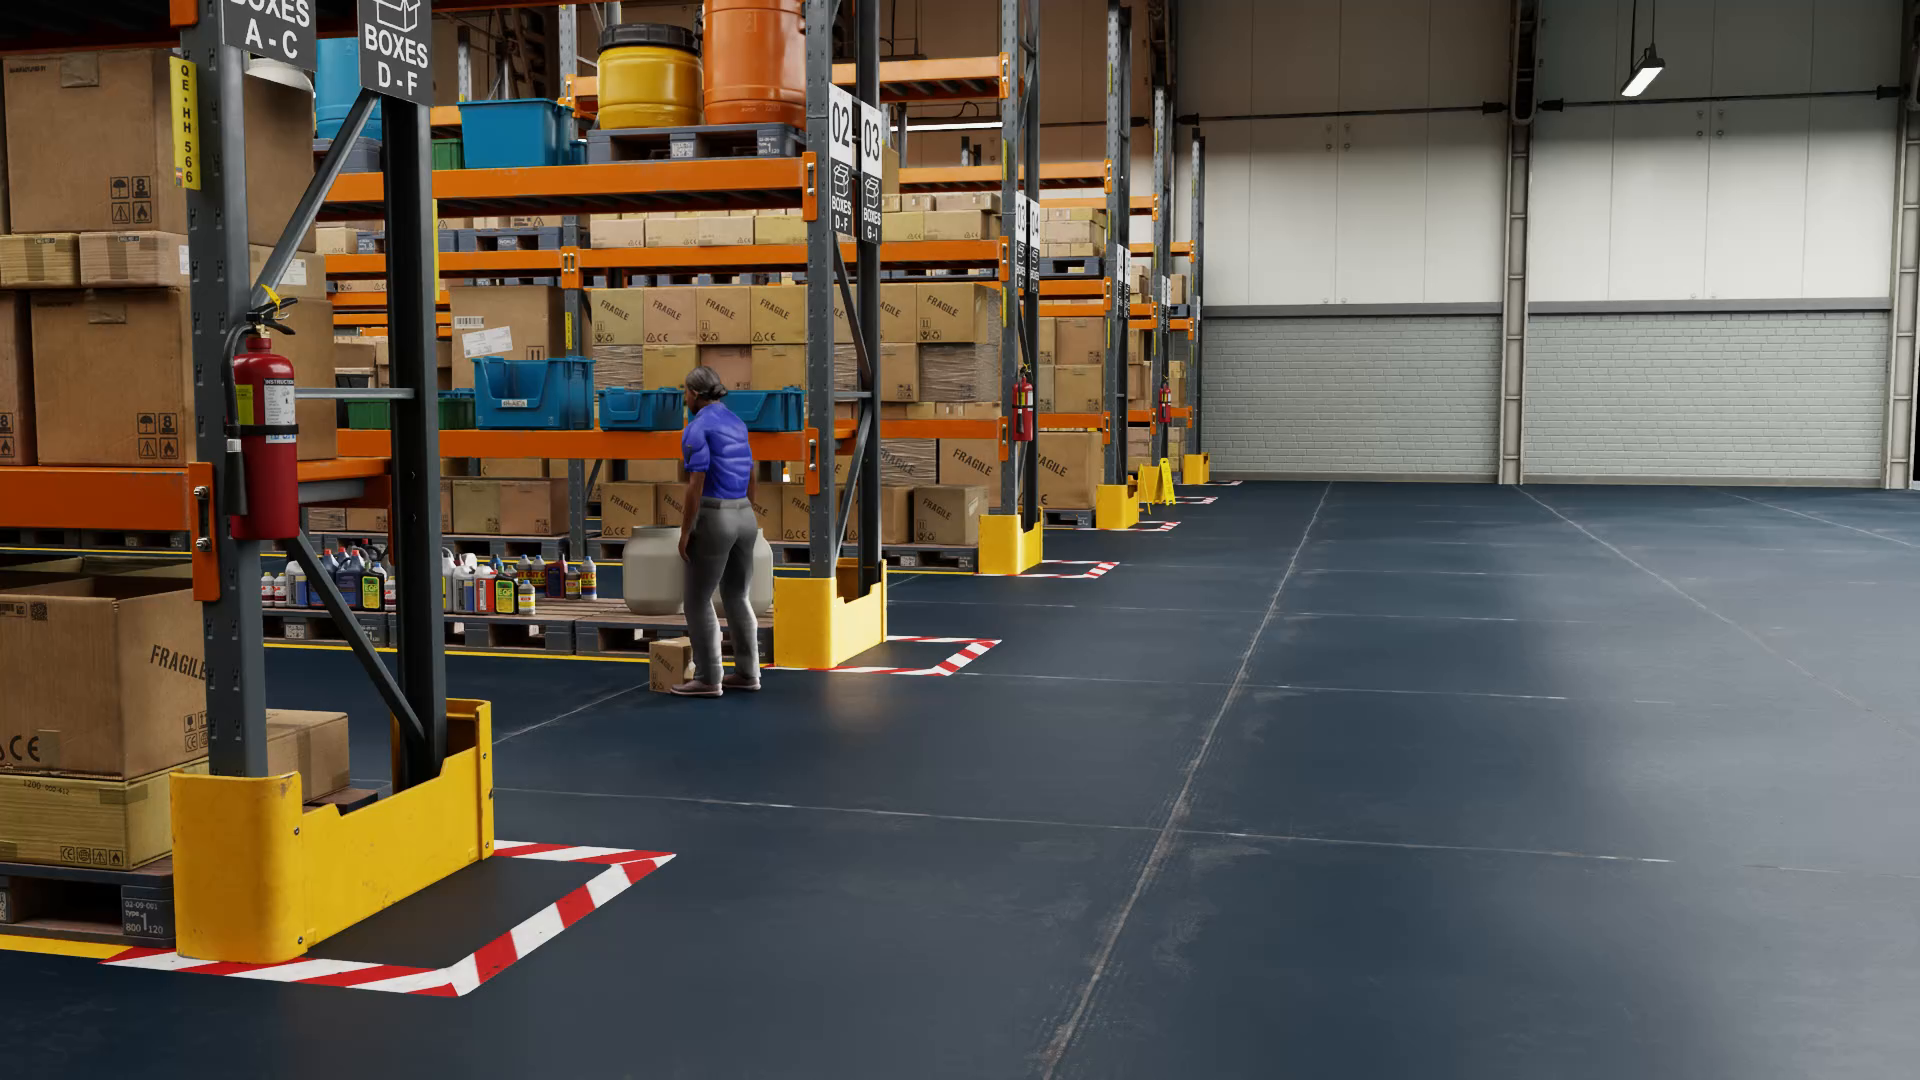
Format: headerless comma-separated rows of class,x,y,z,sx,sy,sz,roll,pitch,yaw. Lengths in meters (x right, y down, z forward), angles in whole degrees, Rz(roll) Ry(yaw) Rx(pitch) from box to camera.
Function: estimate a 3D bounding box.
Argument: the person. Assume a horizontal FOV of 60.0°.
person,-1.229,-0.046,8.342,0.391,1.655,0.509,3,6,33
